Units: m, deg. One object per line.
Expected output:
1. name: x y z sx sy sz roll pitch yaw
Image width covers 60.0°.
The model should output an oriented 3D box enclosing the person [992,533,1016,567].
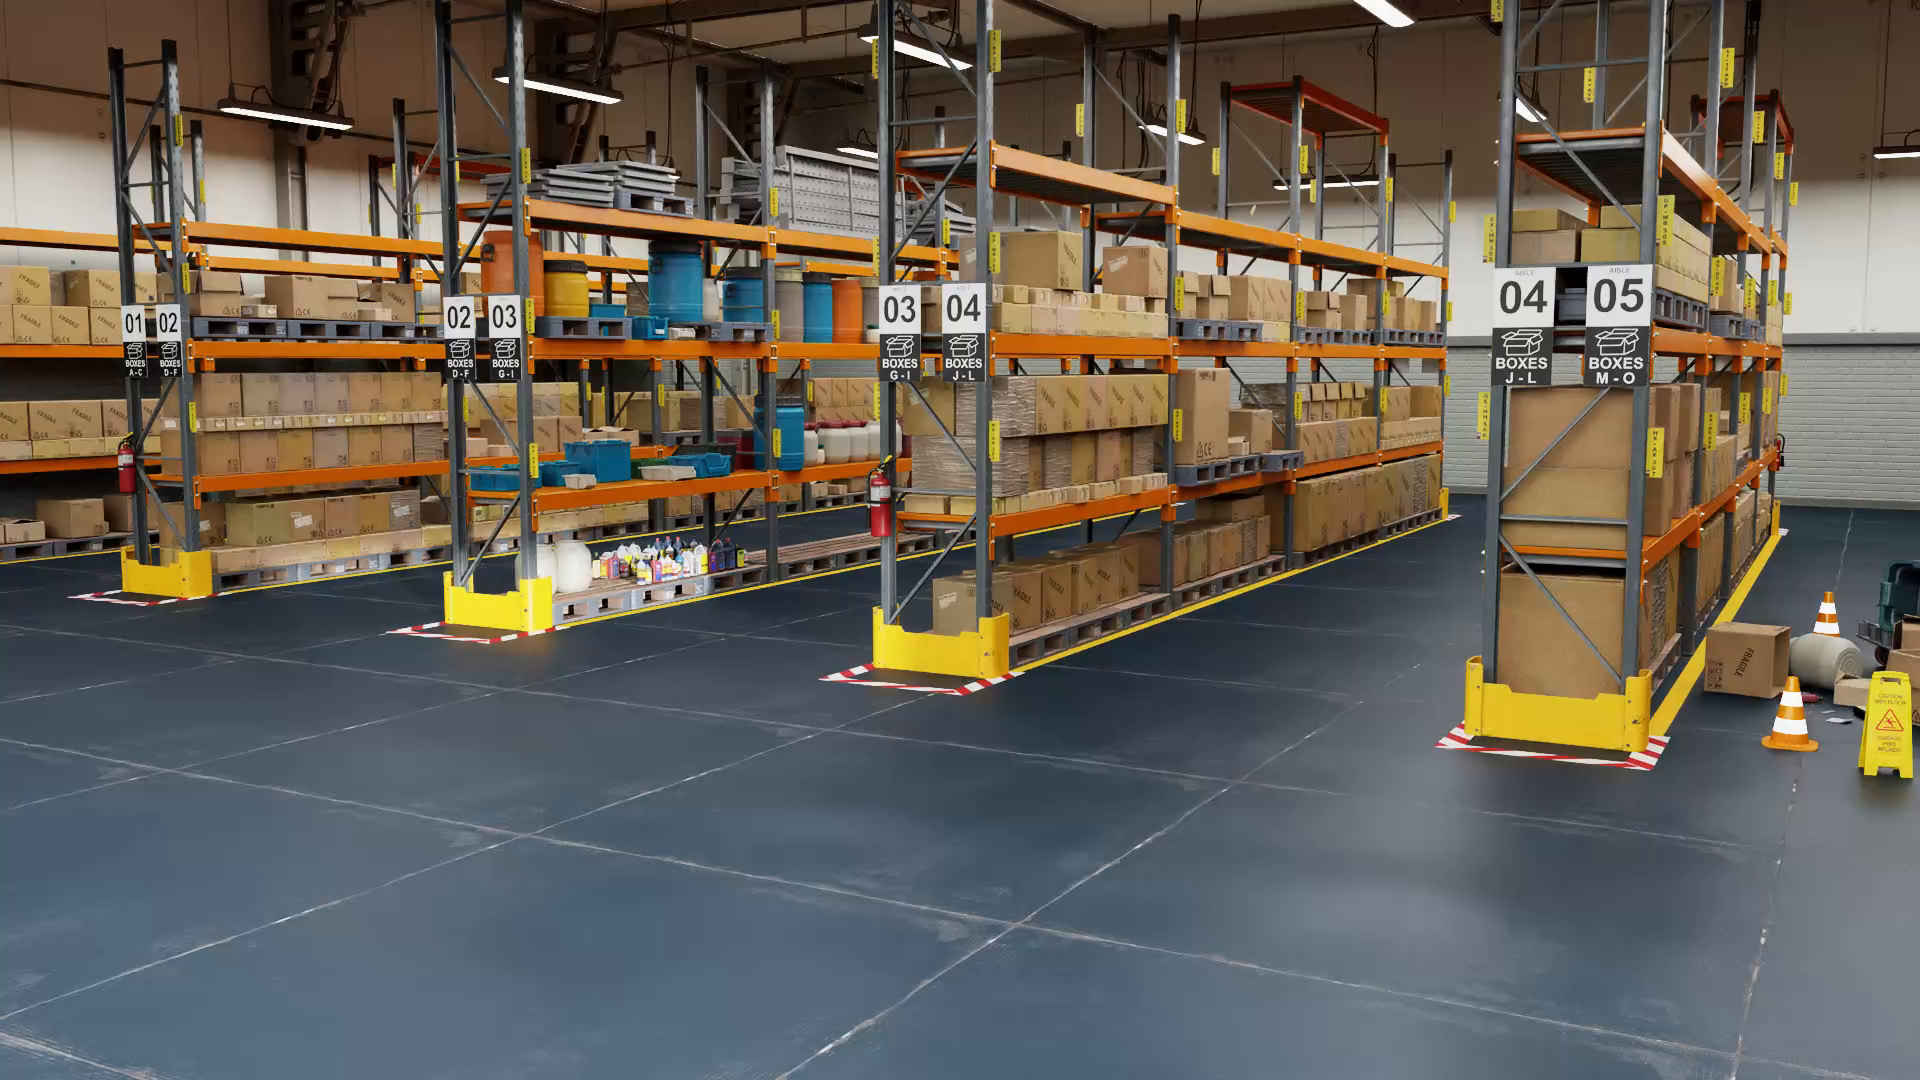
1. person: 0.395 -0.167 17.977 0.527 1.653 0.350 4 7 35
